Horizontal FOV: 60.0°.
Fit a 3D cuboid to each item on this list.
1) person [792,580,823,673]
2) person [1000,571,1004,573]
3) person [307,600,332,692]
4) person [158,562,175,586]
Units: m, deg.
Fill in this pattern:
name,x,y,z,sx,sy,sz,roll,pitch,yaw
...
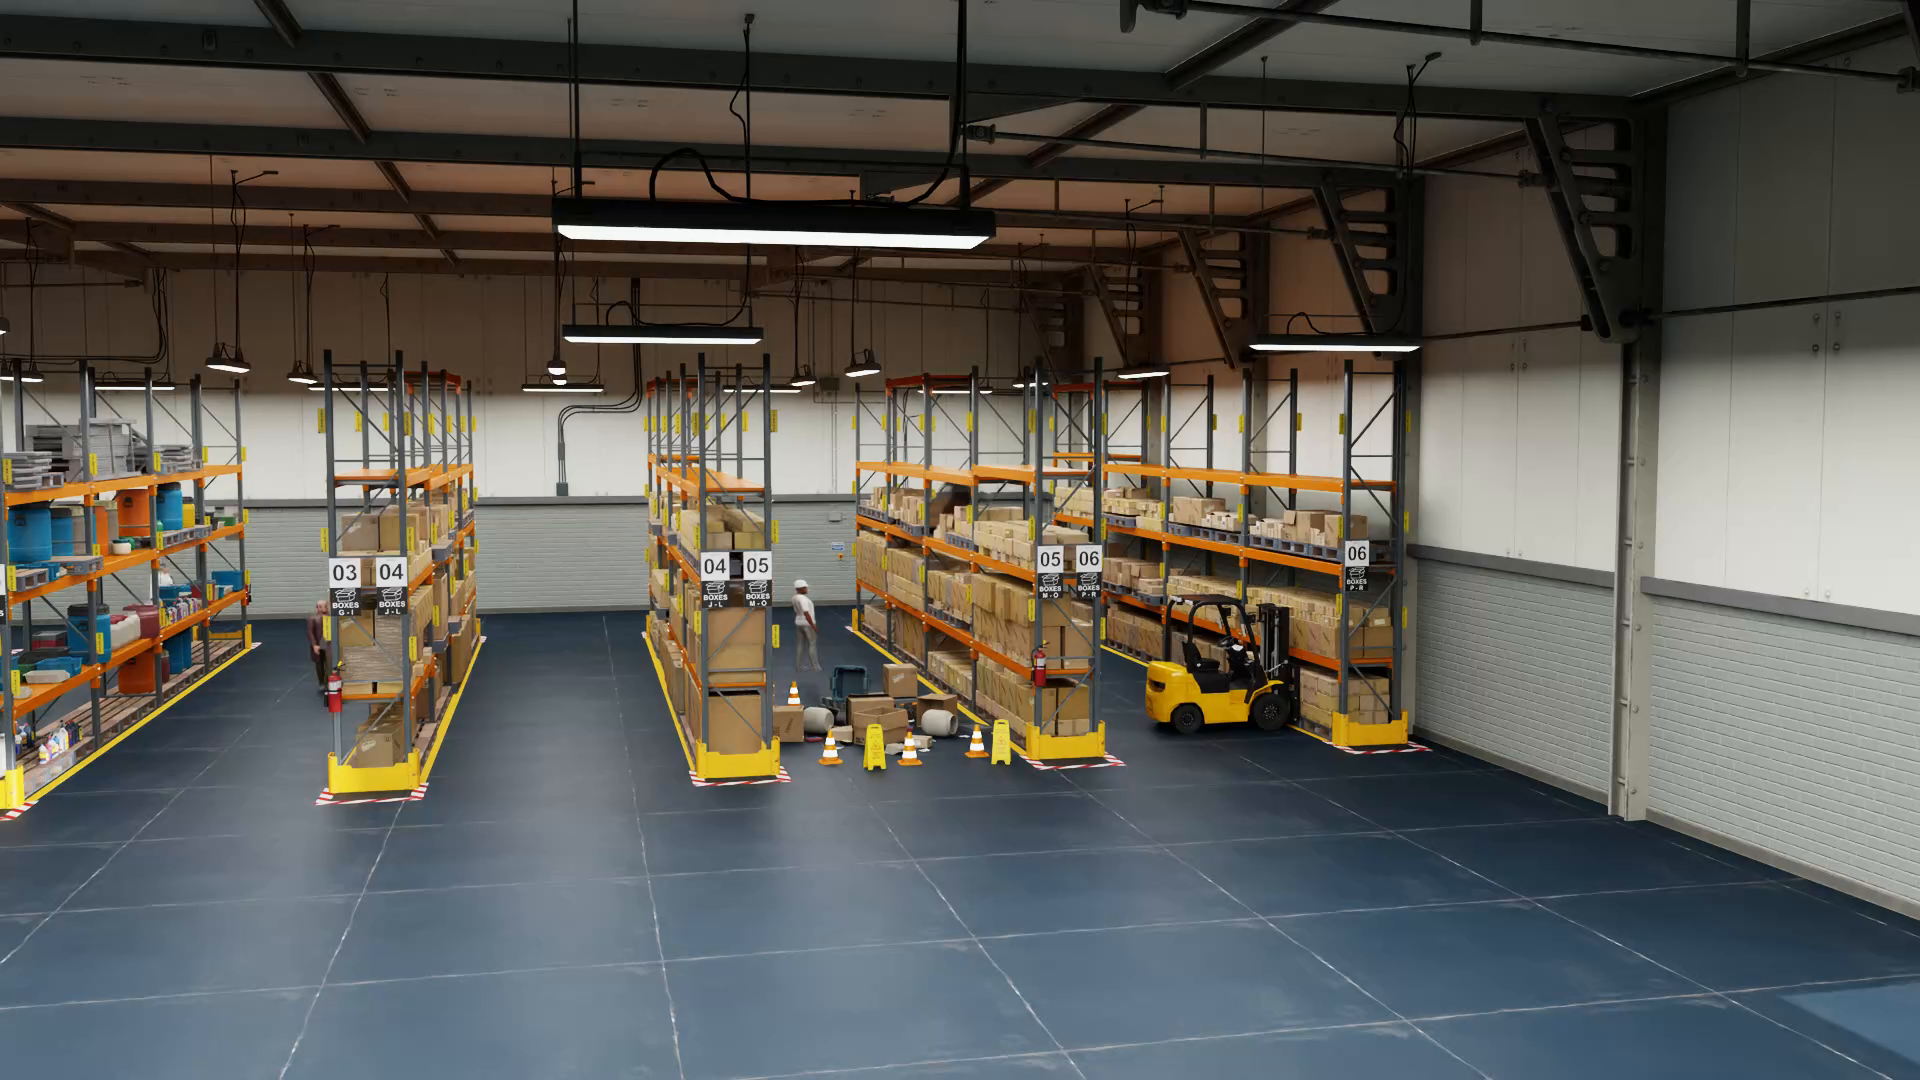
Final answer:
name,x,y,z,sx,sy,sz,roll,pitch,yaw
person,-2.914,1.634,31.610,0.516,1.756,0.693,-4,5,-43
person,1.209,1.278,41.728,0.495,1.626,0.886,1,4,12
person,-11.765,1.979,30.697,0.522,1.728,1.047,-1,4,-16
person,-19.158,1.359,40.159,0.428,1.676,0.507,1,4,9
